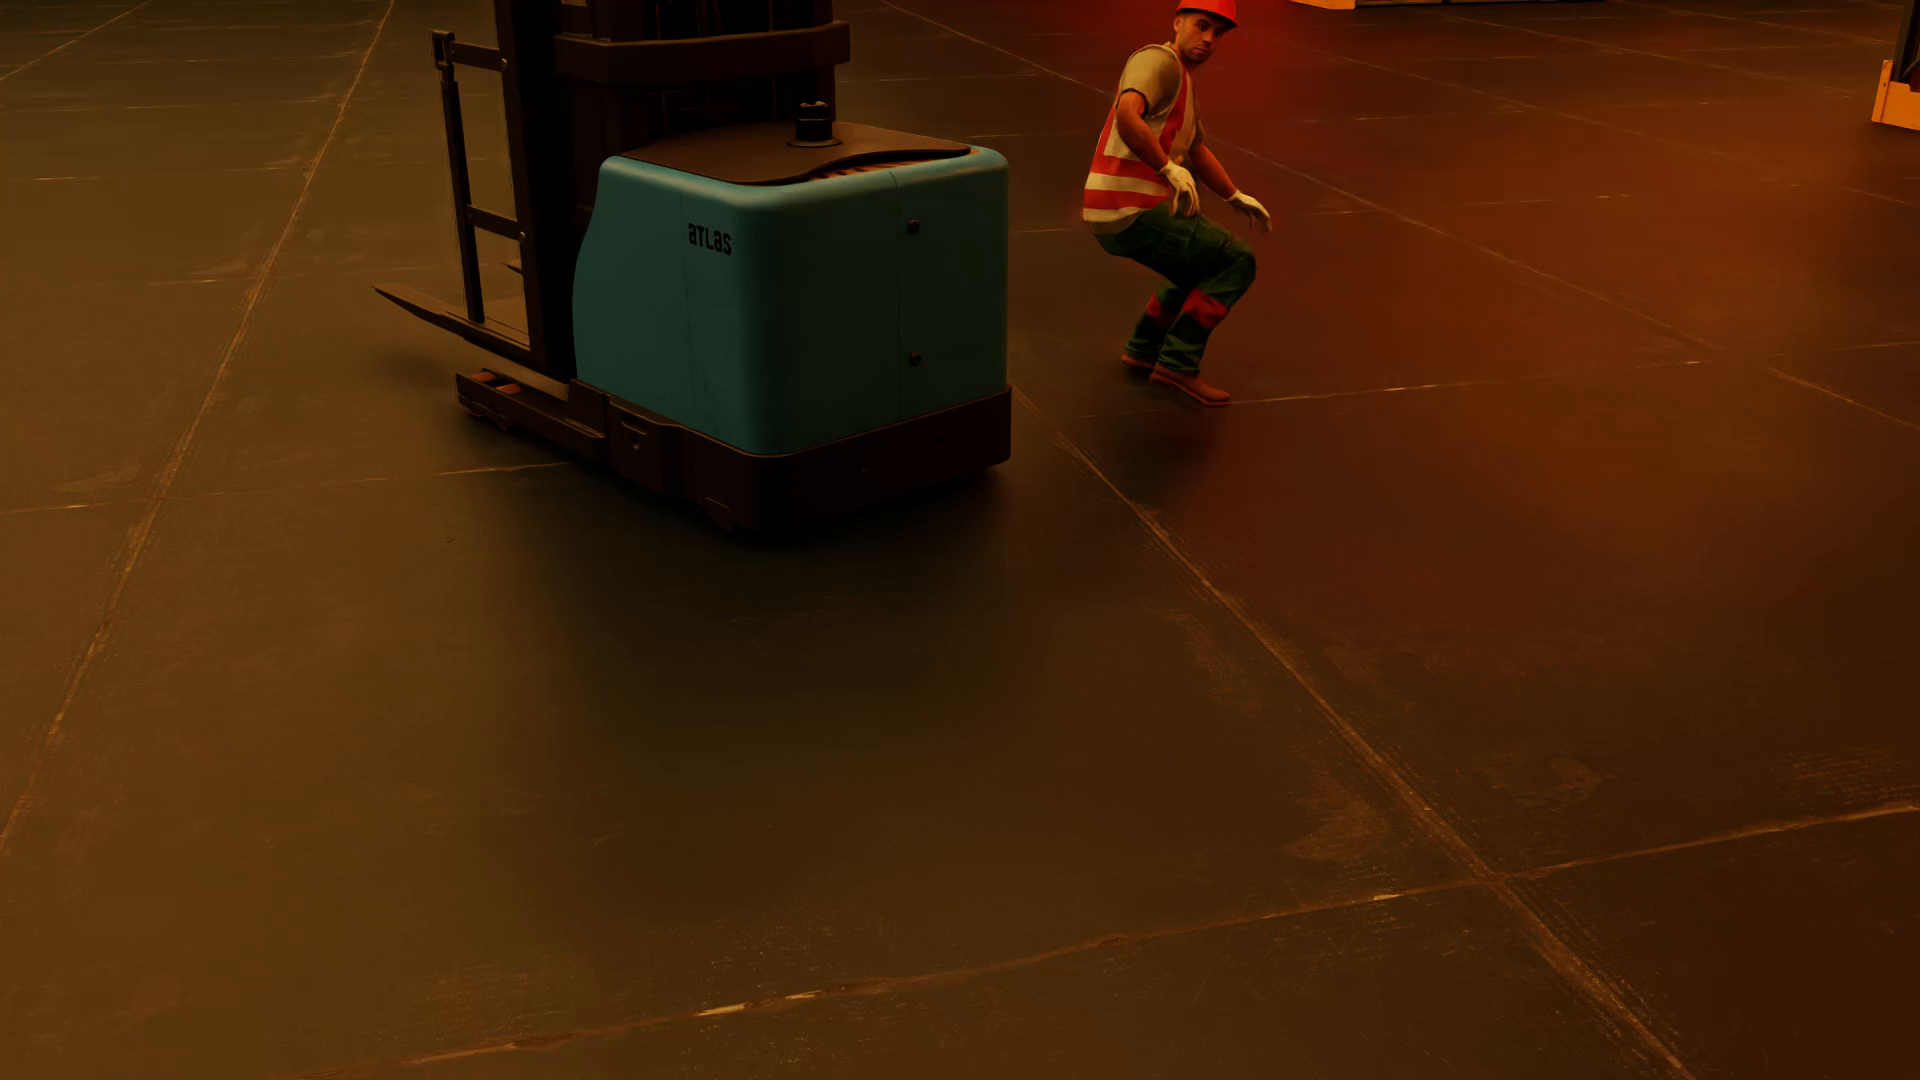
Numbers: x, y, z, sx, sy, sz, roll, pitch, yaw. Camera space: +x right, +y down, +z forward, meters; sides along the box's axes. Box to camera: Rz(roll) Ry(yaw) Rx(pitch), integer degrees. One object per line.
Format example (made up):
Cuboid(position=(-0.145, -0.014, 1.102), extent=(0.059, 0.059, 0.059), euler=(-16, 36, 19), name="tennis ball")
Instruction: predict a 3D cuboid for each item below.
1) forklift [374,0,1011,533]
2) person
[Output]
Cuboid(position=(-1.196, -1.862, 5.684), extent=(1.130, 2.935, 3.031), euler=(-20, 30, -38), name="forklift")
Cuboid(position=(0.808, -1.219, 6.057), extent=(0.709, 1.545, 0.887), euler=(3, 23, 6), name="person")
